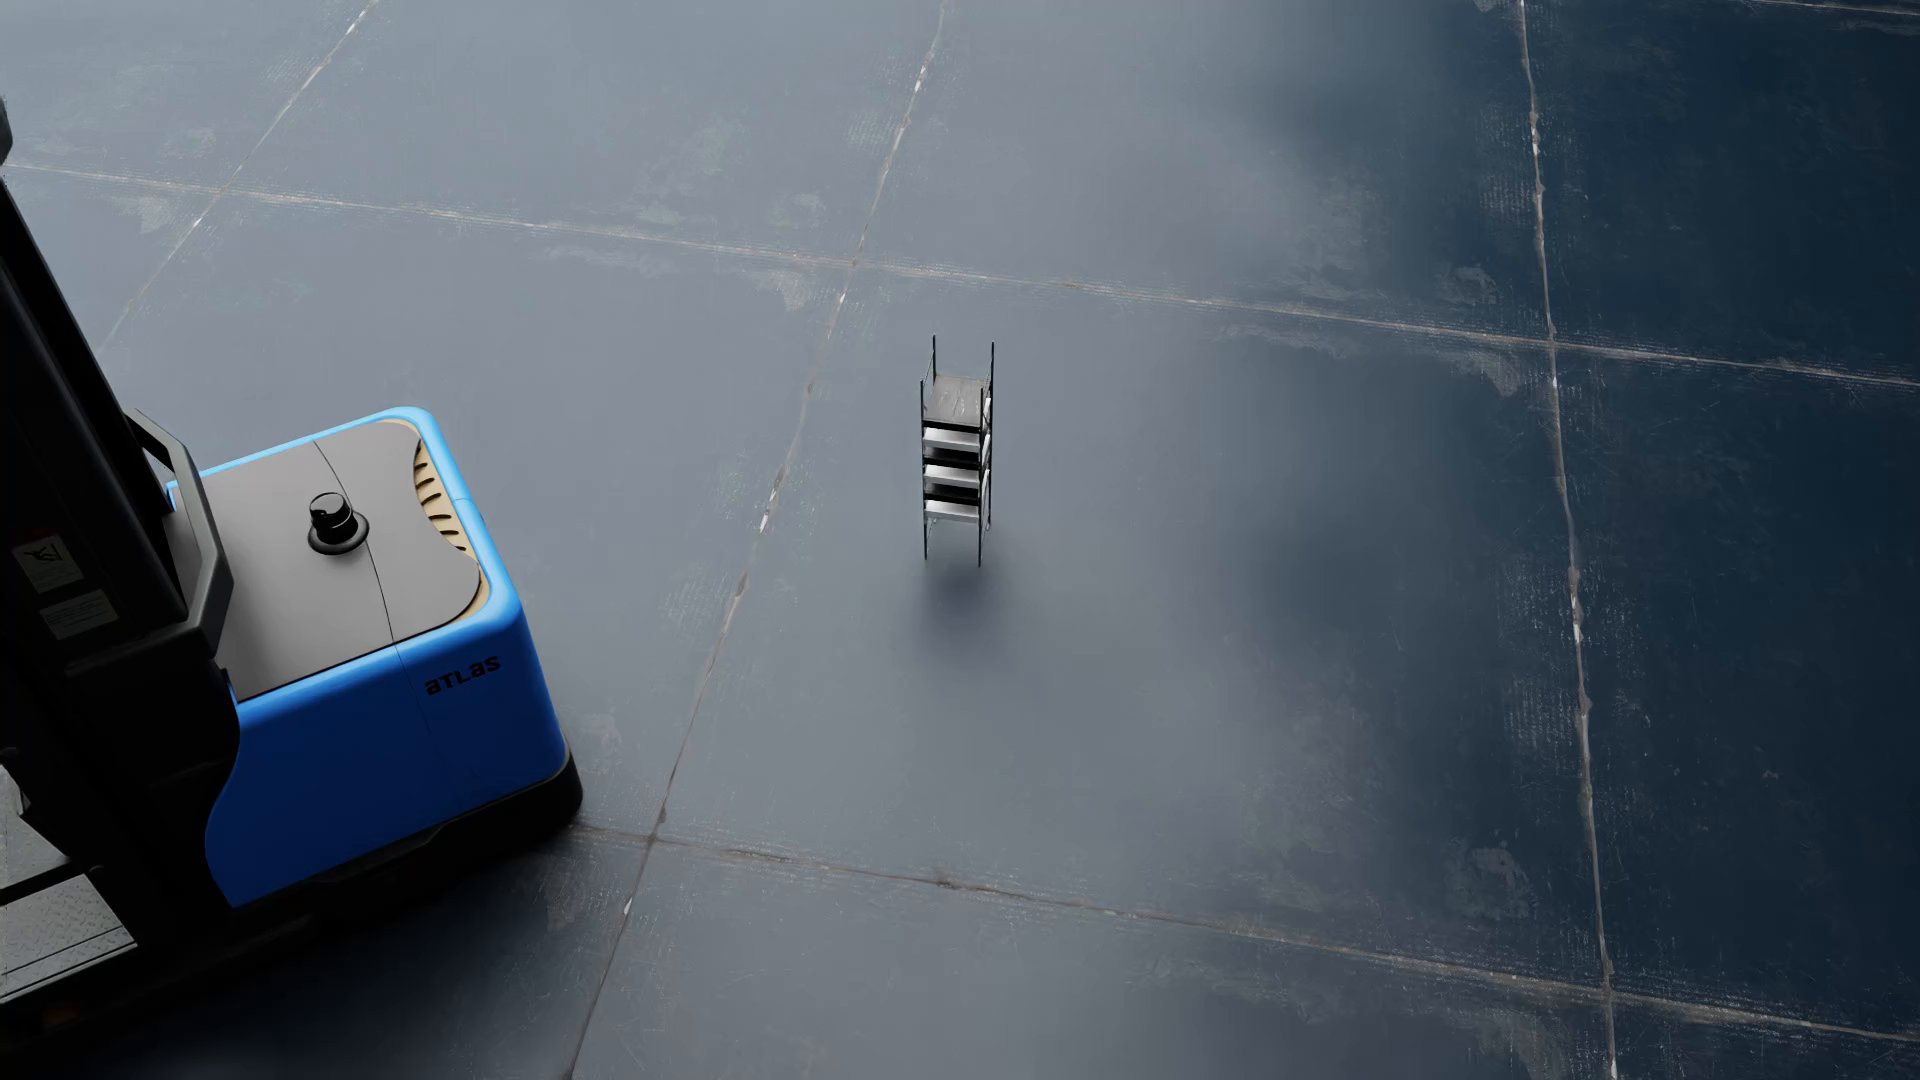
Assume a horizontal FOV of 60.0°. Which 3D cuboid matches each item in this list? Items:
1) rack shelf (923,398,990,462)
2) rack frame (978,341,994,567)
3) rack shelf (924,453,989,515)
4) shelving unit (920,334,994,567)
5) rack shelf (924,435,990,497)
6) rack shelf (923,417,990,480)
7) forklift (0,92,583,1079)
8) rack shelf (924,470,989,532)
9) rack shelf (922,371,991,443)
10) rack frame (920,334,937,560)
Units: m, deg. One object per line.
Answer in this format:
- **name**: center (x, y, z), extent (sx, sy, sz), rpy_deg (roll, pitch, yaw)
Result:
- **rack shelf**: center (-0.008, -0.400, 5.807), extent (0.200, 0.077, 0.258), rpy_deg (8, 49, 7)
- **rack frame**: center (0.092, -0.288, 5.904), extent (0.006, 0.900, 0.240), rpy_deg (8, 49, 7)
- **rack shelf**: center (-0.008, -0.219, 6.008), extent (0.200, 0.077, 0.258), rpy_deg (8, 49, 7)
- **shelving unit**: center (-0.008, -0.302, 5.916), extent (0.210, 0.900, 0.258), rpy_deg (8, 49, 7)
- **rack shelf**: center (-0.008, -0.280, 5.941), extent (0.200, 0.077, 0.258), rpy_deg (8, 49, 7)
- **rack shelf**: center (-0.008, -0.340, 5.874), extent (0.200, 0.077, 0.258), rpy_deg (8, 49, 7)
- **forklift**: center (-2.769, 0.134, 4.160), extent (3.031, 2.935, 1.130), rpy_deg (-22, 52, -19)
- **rack shelf**: center (-0.008, -0.159, 6.075), extent (0.200, 0.077, 0.258), rpy_deg (8, 49, 7)
- **rack shelf**: center (-0.008, -0.460, 5.740), extent (0.200, 0.077, 0.258), rpy_deg (8, 49, 7)
- **rack frame**: center (-0.108, -0.315, 5.928), extent (0.006, 0.900, 0.240), rpy_deg (8, 49, 7)
